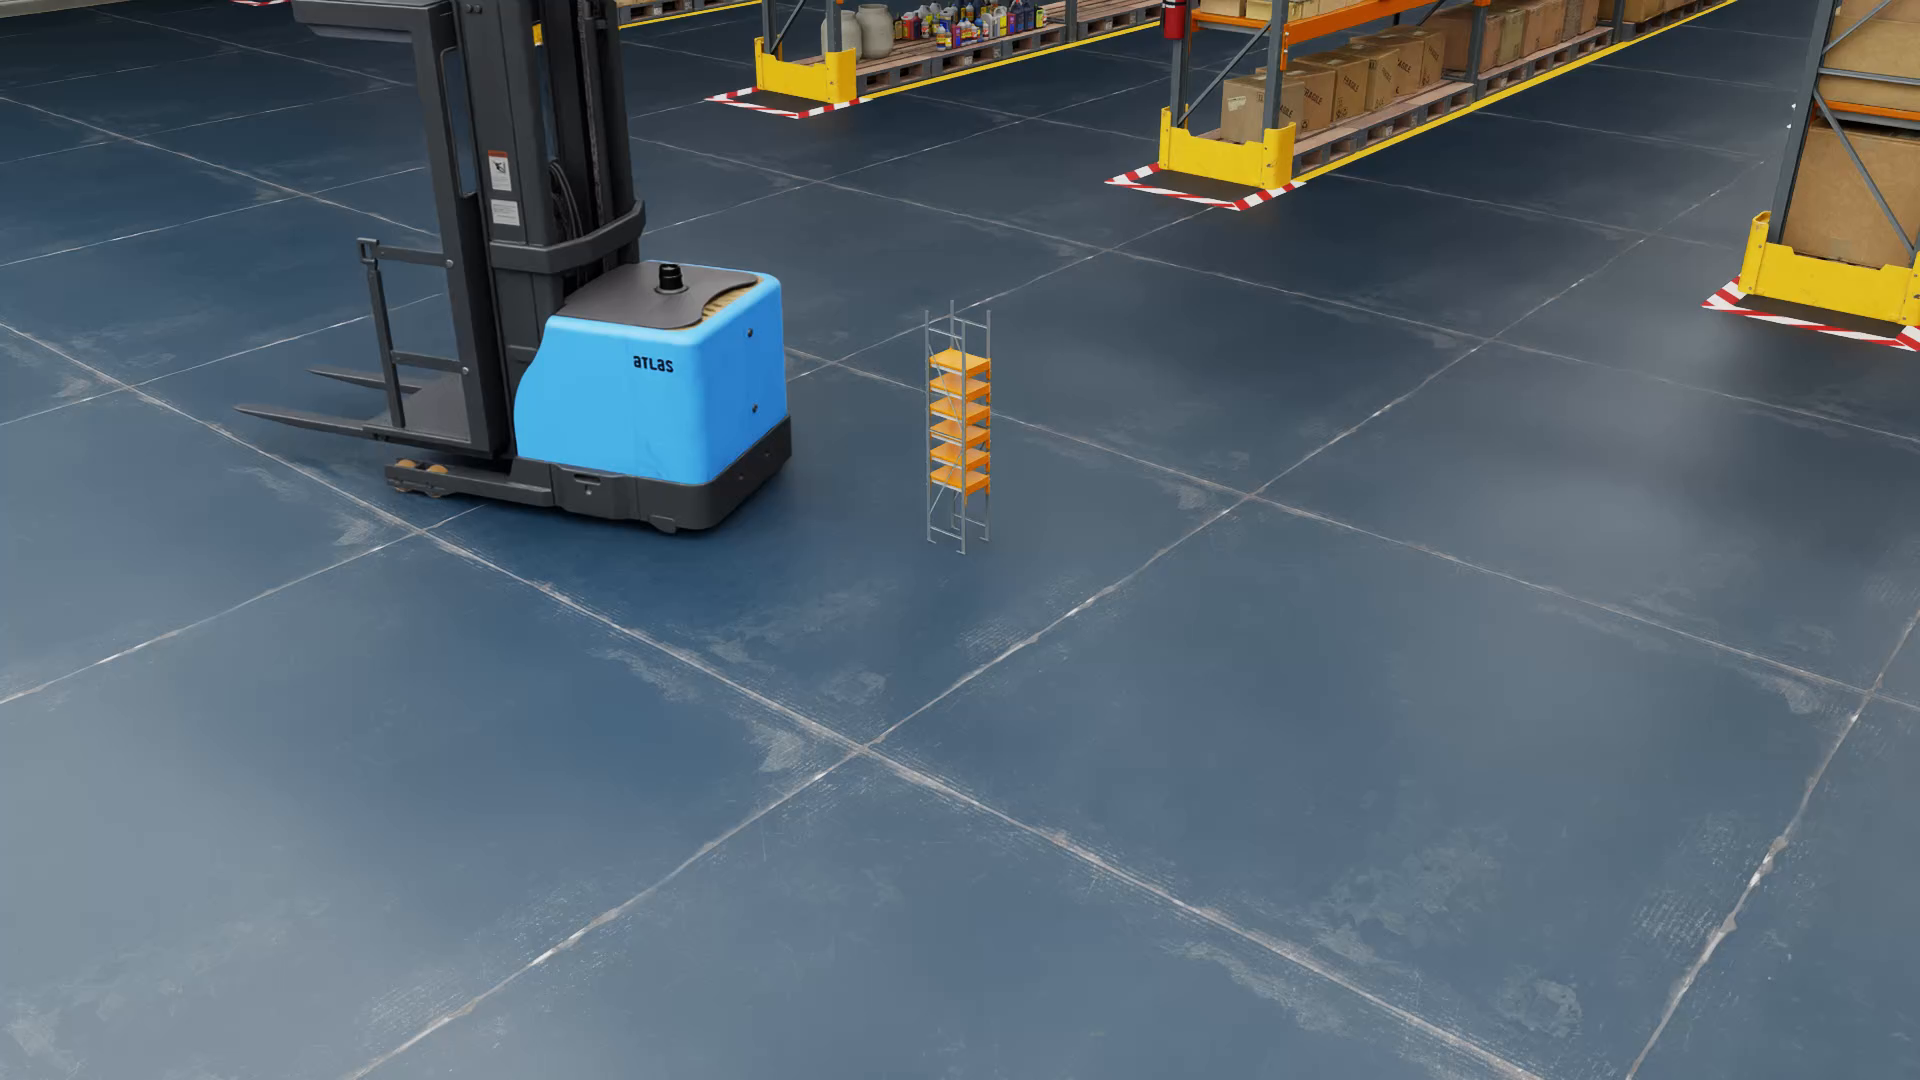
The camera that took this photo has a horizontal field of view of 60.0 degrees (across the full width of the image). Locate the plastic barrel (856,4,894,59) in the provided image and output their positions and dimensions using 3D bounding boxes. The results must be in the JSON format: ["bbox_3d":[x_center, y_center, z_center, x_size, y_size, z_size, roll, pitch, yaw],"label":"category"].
[{"bbox_3d":[-0.920,-5.419,17.710,0.421,0.512,0.421,0,27,0],"label":"plastic barrel"}]

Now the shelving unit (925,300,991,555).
[{"bbox_3d":[-0.009,-0.528,7.964,0.258,1.200,0.189,21,34,34],"label":"shelving unit"}]

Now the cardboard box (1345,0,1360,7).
[{"bbox_3d":[3.241,-4.725,14.391,0.380,0.149,0.250,21,34,34],"label":"cardboard box"}]

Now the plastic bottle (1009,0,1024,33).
[{"bbox_3d":[0.637,-5.960,18.911,0.144,0.351,0.185,19,33,32],"label":"plastic bottle"}]

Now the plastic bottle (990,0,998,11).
[{"bbox_3d":[0.405,-6.321,19.694,0.097,0.271,0.097,0,27,0],"label":"plastic bottle"}]

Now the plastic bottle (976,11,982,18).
[{"bbox_3d":[0.242,-5.790,18.656,0.061,0.283,0.133,21,34,34],"label":"plastic bottle"}]

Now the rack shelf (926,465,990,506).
[{"bbox_3d":[-0.009,-0.275,8.095,0.258,0.103,0.180,21,34,34],"label":"rack shelf"}]

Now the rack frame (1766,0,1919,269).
[{"bbox_3d":[5.987,-2.971,10.728,1.000,3.000,0.127,21,34,34],"label":"rack frame"}]

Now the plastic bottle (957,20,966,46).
[{"bbox_3d":[0.014,-5.561,18.225,0.097,0.271,0.097,0,27,0],"label":"plastic bottle"}]

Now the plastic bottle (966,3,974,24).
[{"bbox_3d":[0.113,-6.054,19.178,0.097,0.271,0.097,0,27,0],"label":"plastic bottle"}]

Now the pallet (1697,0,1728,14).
[{"bbox_3d":[9.424,-7.177,21.893,1.003,0.211,1.213,21,34,34],"label":"pallet"}]

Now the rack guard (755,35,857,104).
[{"bbox_3d":[-1.586,-4.834,17.051,1.175,0.500,0.348,21,34,34],"label":"rack guard"}]

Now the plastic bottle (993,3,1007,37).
[{"bbox_3d":[0.431,-5.846,18.689,0.144,0.351,0.185,21,34,34],"label":"plastic bottle"}]

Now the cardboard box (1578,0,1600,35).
[{"bbox_3d":[6.902,-6.134,19.085,0.700,0.500,0.500,19,33,32],"label":"cardboard box"}]

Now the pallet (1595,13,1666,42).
[{"bbox_3d":[7.872,-6.312,20.221,1.003,0.211,1.213,21,34,34],"label":"pallet"}]

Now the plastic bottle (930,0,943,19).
[{"bbox_3d":[-0.278,-5.958,18.907,0.144,0.351,0.185,20,34,34],"label":"plastic bottle"}]

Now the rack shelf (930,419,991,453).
[{"bbox_3d":[-0.009,-0.488,7.985,0.258,0.103,0.180,21,34,34],"label":"rack shelf"}]

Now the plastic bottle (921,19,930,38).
[{"bbox_3d":[-0.390,-5.736,18.640,0.097,0.201,0.097,0,27,0],"label":"plastic bottle"}]

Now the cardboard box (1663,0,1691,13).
[{"bbox_3d":[8.340,-7.088,20.542,1.225,0.875,0.875,21,34,35],"label":"cardboard box"}]

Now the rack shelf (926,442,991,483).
[{"bbox_3d":[-0.009,-0.382,8.040,0.258,0.103,0.180,21,34,34],"label":"rack shelf"}]

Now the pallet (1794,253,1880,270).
[{"bbox_3d":[6.435,-2.039,11.961,1.003,0.211,1.213,21,34,34],"label":"pallet"}]

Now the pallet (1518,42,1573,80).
[{"bbox_3d":[6.038,-5.347,18.356,1.003,0.211,1.213,21,34,34],"label":"pallet"}]

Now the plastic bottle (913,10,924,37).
[{"bbox_3d":[-0.499,-5.799,18.681,0.152,0.276,0.135,20,33,33],"label":"plastic bottle"}]

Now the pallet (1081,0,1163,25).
[{"bbox_3d":[2.191,-6.808,21.180,1.003,0.211,1.213,21,34,34],"label":"pallet"}]

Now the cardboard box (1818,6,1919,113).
[{"bbox_3d":[6.188,-3.182,10.973,0.875,0.550,0.550,21,34,34],"label":"cardboard box"}]

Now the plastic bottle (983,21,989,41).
[{"bbox_3d":[0.271,-5.673,18.518,0.097,0.201,0.097,0,27,0],"label":"plastic bottle"}]

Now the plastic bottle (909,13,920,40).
[{"bbox_3d":[-0.504,-5.722,18.524,0.061,0.283,0.133,21,34,34],"label":"plastic bottle"}]

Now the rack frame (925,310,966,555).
[{"bbox_3d":[-0.067,-0.495,7.902,0.240,1.200,0.006,21,34,34],"label":"rack frame"}]

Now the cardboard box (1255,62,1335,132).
[{"bbox_3d":[2.988,-3.971,14.925,0.500,0.500,0.500,-18,32,-31],"label":"cardboard box"}]

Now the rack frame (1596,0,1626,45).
[{"bbox_3d":[7.312,-7.293,19.082,1.000,3.000,0.127,21,34,34],"label":"rack frame"}]

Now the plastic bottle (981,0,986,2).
[{"bbox_3d":[0.221,-6.200,19.456,0.152,0.276,0.135,22,35,36],"label":"plastic bottle"}]

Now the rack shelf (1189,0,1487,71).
[{"bbox_3d":[3.496,-4.846,15.135,1.077,0.370,4.000,21,34,34],"label":"rack shelf"}]

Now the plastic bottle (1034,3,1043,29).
[{"bbox_3d":[0.895,-6.044,19.146,0.061,0.283,0.133,23,35,37],"label":"plastic bottle"}]

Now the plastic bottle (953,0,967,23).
[{"bbox_3d":[-0.008,-6.109,19.198,0.144,0.351,0.185,19,33,32],"label":"plastic bottle"}]

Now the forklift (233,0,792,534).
[{"bbox_3d":[-2.479,-1.739,8.422,3.031,2.935,1.130,9,29,18],"label":"forklift"}]

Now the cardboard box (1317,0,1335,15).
[{"bbox_3d":[2.933,-4.543,14.041,0.380,0.149,0.250,21,34,34],"label":"cardboard box"}]

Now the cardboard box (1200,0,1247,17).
[{"bbox_3d":[2.246,-4.506,13.969,0.380,0.149,0.250,21,34,34],"label":"cardboard box"}]

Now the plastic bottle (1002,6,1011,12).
[{"bbox_3d":[0.507,-5.961,18.994,0.152,0.276,0.135,21,34,34],"label":"plastic bottle"}]

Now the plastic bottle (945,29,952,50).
[{"bbox_3d":[-0.139,-5.445,18.077,0.097,0.201,0.097,0,27,0],"label":"plastic bottle"}]

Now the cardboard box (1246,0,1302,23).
[{"bbox_3d":[2.589,-4.376,13.718,0.380,0.149,0.250,21,34,34],"label":"cardboard box"}]

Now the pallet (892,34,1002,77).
[{"bbox_3d":[-0.289,-5.423,18.503,1.003,0.211,1.213,21,34,34],"label":"pallet"}]

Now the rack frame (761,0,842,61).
[{"bbox_3d":[-1.598,-5.904,16.398,1.000,3.000,0.127,21,34,34],"label":"rack frame"}]

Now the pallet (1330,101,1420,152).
[{"bbox_3d":[3.592,-3.953,15.661,1.003,0.211,1.213,21,34,34],"label":"pallet"}]

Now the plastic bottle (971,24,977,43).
[{"bbox_3d":[0.140,-5.600,18.377,0.097,0.201,0.097,0,27,0],"label":"plastic bottle"}]

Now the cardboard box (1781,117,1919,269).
[{"bbox_3d":[6.367,-2.473,11.622,0.875,0.875,0.875,21,34,35],"label":"cardboard box"}]

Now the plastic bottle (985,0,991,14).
[{"bbox_3d":[0.303,-6.172,19.394,0.061,0.283,0.133,21,34,34],"label":"plastic bottle"}]

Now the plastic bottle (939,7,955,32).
[{"bbox_3d":[-0.148,-5.891,18.858,0.152,0.276,0.135,21,34,34],"label":"plastic bottle"}]

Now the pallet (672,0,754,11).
[{"bbox_3d":[-3.412,-7.263,22.059,1.003,0.211,1.213,21,34,34],"label":"pallet"}]

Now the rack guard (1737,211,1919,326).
[{"bbox_3d":[5.971,-1.852,11.286,1.175,0.500,0.348,21,34,34],"label":"rack guard"}]

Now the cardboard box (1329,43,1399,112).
[{"bbox_3d":[3.790,-4.372,15.700,0.500,0.500,0.500,17,32,30],"label":"cardboard box"}]

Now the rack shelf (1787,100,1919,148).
[{"bbox_3d":[7.259,-3.360,12.264,1.077,0.370,4.000,21,34,34],"label":"rack shelf"}]

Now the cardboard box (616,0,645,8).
[{"bbox_3d":[-4.272,-6.799,20.663,0.500,0.250,0.500,21,34,34],"label":"cardboard box"}]

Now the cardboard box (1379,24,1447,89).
[{"bbox_3d":[4.483,-4.821,16.567,0.500,0.500,0.500,20,33,33],"label":"cardboard box"}]

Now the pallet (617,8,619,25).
[{"bbox_3d":[-4.964,-6.398,20.387,1.003,0.211,1.213,21,34,34],"label":"pallet"}]

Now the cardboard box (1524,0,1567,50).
[{"bbox_3d":[6.203,-5.731,18.305,0.700,0.500,0.500,24,36,38],"label":"cardboard box"}]

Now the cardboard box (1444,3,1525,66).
[{"bbox_3d":[5.493,-5.335,17.539,0.700,0.500,0.500,21,34,34],"label":"cardboard box"}]

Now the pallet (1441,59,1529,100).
[{"bbox_3d":[5.262,-4.912,17.516,1.003,0.211,1.213,21,34,34],"label":"pallet"}]

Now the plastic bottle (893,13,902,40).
[{"bbox_3d":[-0.708,-5.719,18.517,0.061,0.283,0.133,22,34,36],"label":"plastic bottle"}]
